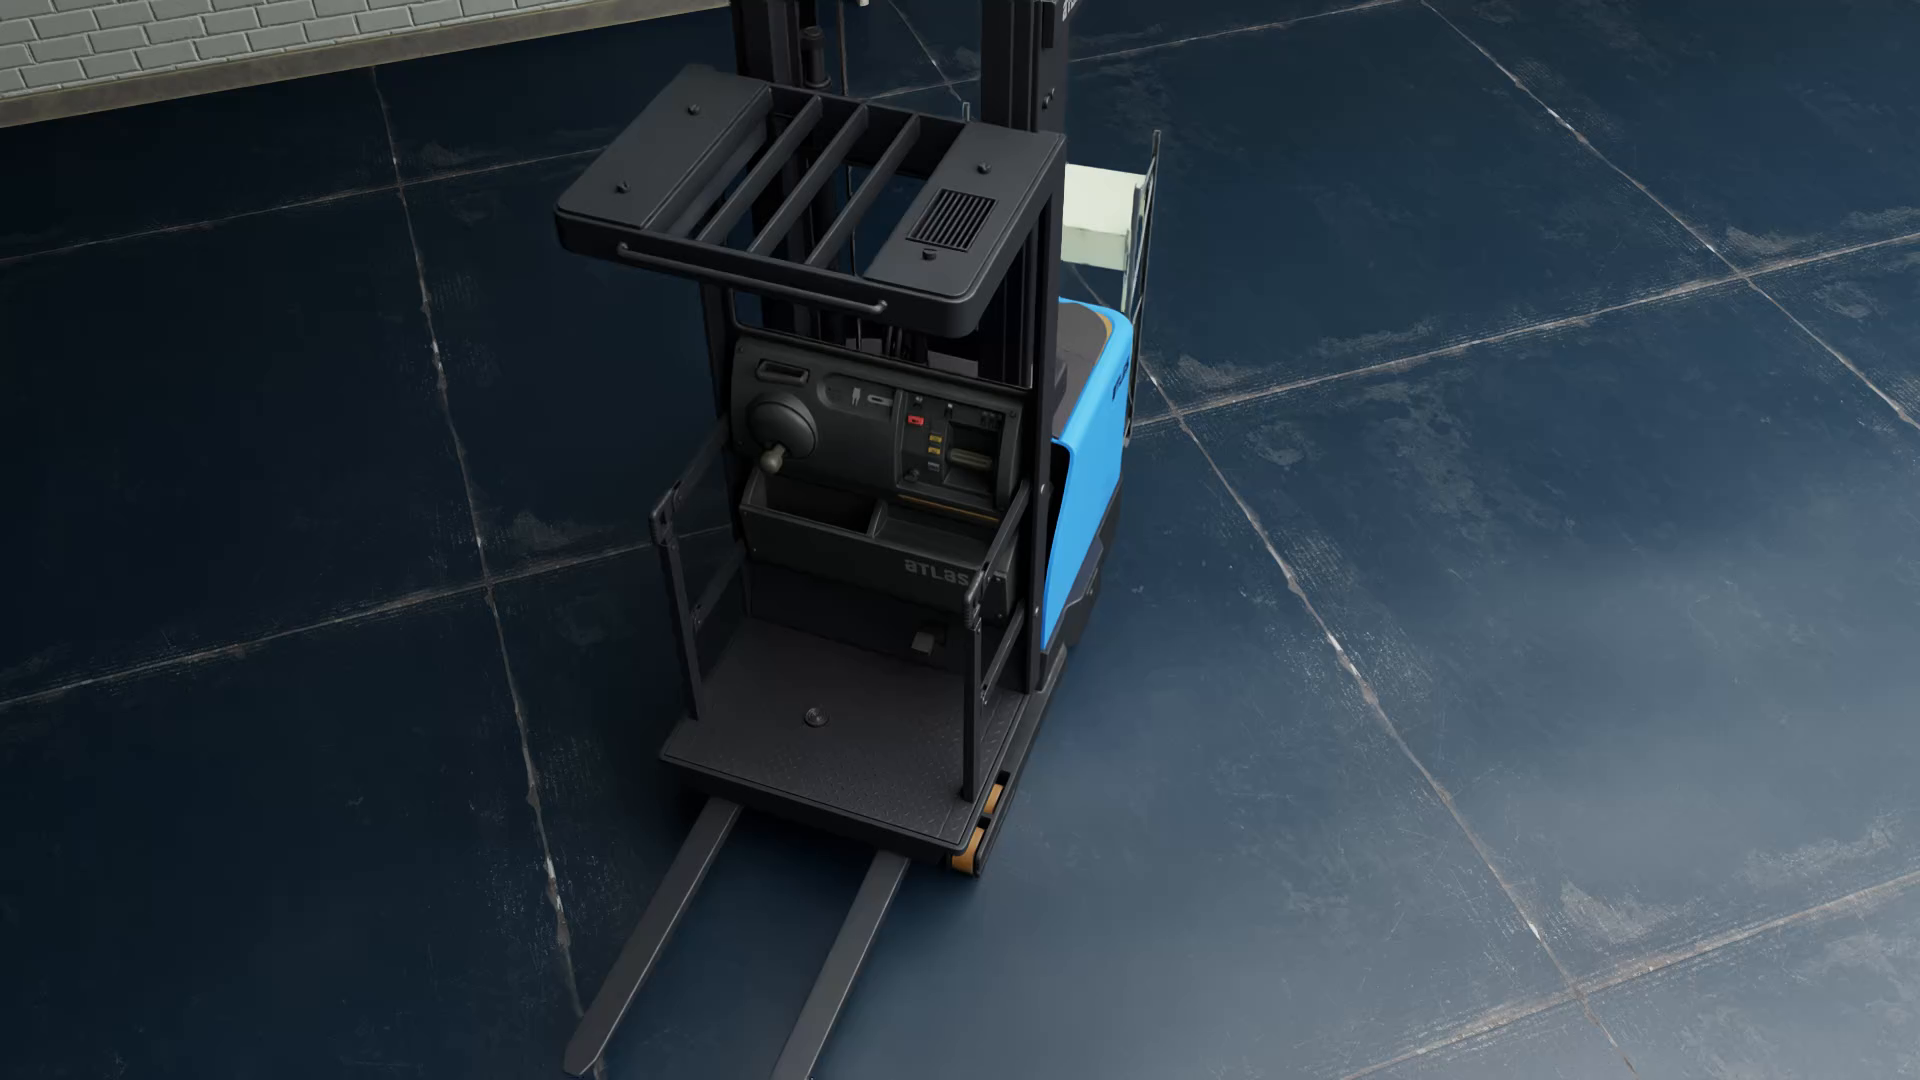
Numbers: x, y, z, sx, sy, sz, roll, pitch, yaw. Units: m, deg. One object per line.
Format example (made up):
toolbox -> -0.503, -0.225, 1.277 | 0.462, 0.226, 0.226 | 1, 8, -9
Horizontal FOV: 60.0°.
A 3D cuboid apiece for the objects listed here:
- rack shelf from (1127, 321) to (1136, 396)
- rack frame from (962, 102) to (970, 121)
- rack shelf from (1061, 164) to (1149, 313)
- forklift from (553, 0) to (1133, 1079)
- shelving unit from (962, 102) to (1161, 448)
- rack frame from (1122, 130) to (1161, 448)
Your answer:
rack shelf -> 0.326, -0.688, 6.837 | 0.720, 0.370, 0.431 | 11, 46, 11
rack frame -> -0.027, -0.987, 6.675 | 0.023, 1.500, 0.400 | 11, 46, 11
rack shelf -> 0.326, -1.193, 6.329 | 0.720, 0.370, 0.431 | 11, 46, 11
forklift -> -0.337, -0.245, 4.925 | 1.130, 2.935, 3.031 | 15, 47, 14
shelving unit -> 0.326, -0.918, 6.606 | 0.755, 1.500, 0.431 | 11, 46, 11
rack frame -> 0.678, -0.848, 6.537 | 0.023, 1.500, 0.400 | 11, 46, 11
